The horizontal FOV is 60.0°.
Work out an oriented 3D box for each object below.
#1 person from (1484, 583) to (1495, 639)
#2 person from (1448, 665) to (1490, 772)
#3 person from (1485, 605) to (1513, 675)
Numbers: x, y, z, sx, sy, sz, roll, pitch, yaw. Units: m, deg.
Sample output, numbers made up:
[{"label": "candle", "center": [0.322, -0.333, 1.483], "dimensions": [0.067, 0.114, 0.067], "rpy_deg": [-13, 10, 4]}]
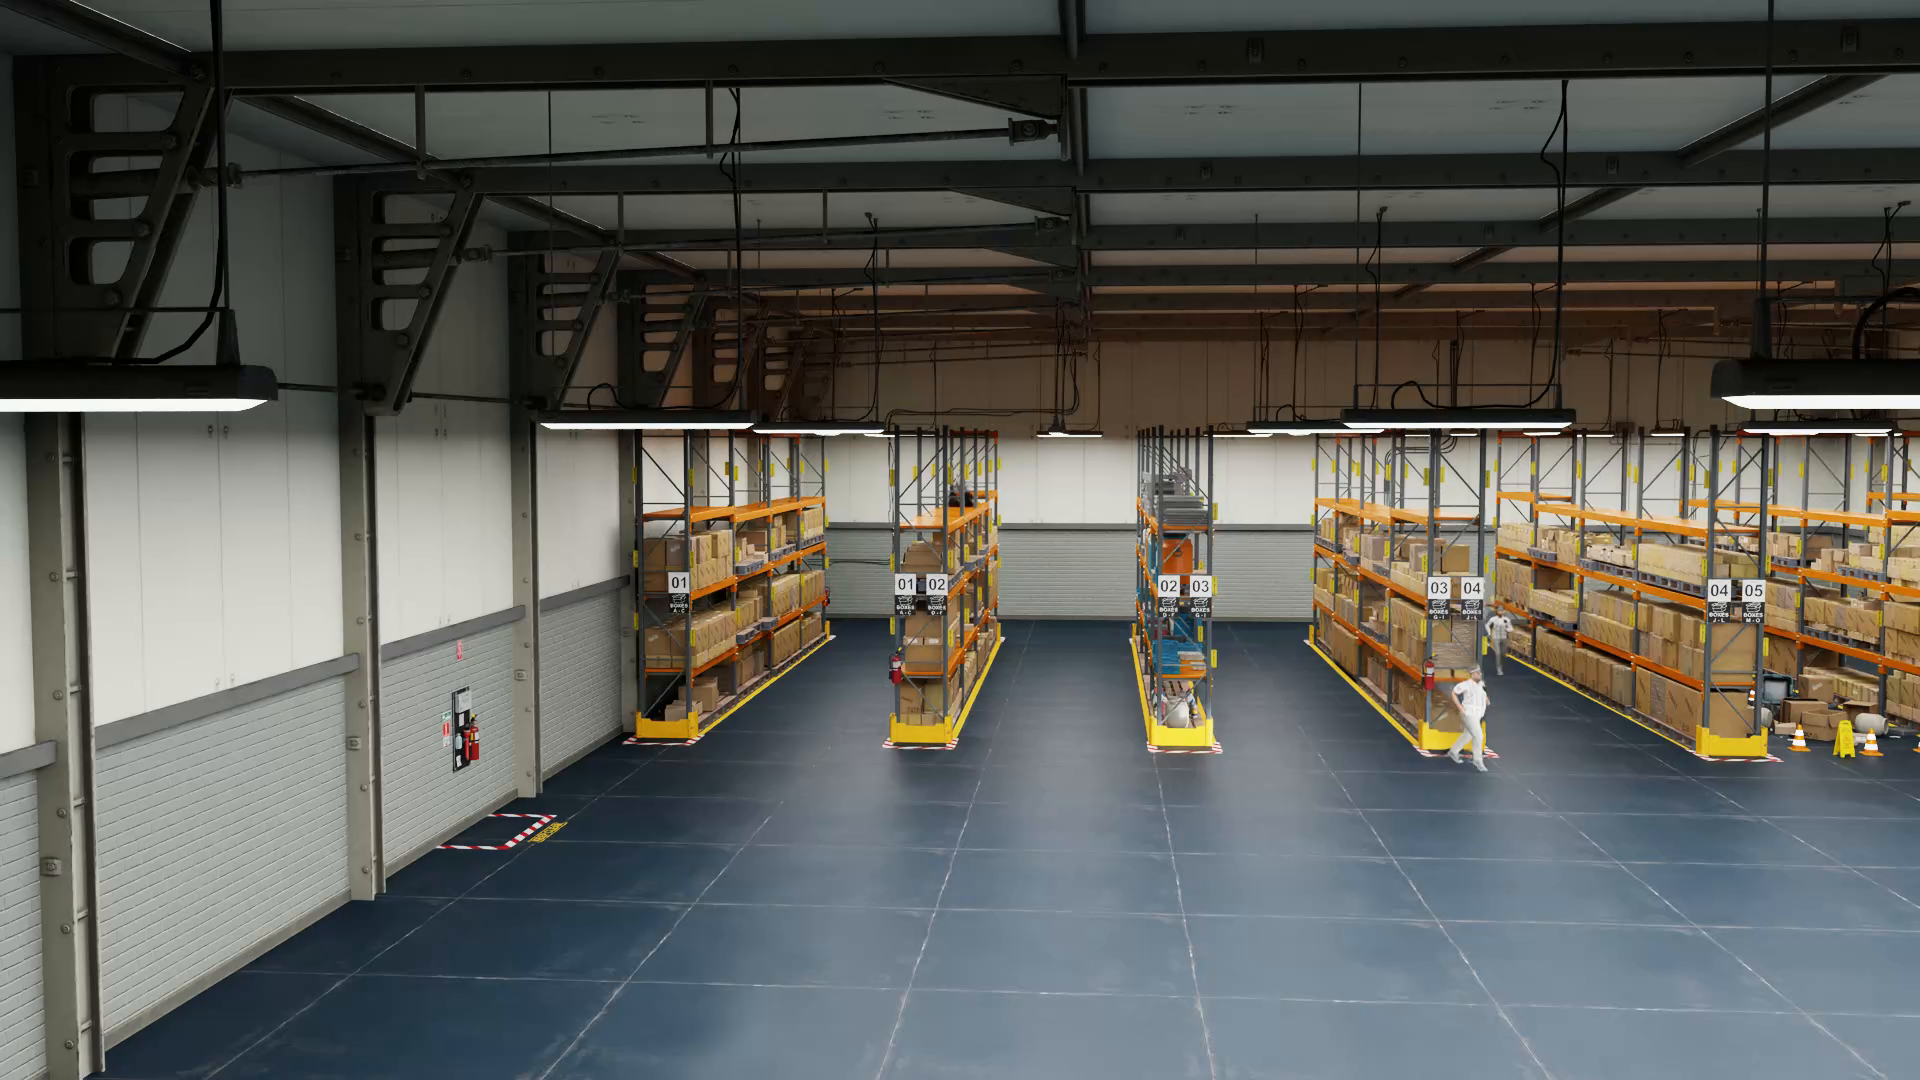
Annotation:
[{"label": "person", "center": [15.276, 2.010, 47.460], "dimensions": [0.655, 1.741, 0.756], "rpy_deg": [0, 3, 0]}, {"label": "person", "center": [8.962, 3.076, 29.103], "dimensions": [0.659, 1.826, 0.842], "rpy_deg": [-3, 5, -44]}, {"label": "person", "center": [13.162, 2.424, 40.633], "dimensions": [0.565, 1.667, 0.929], "rpy_deg": [0, 3, 6]}]
